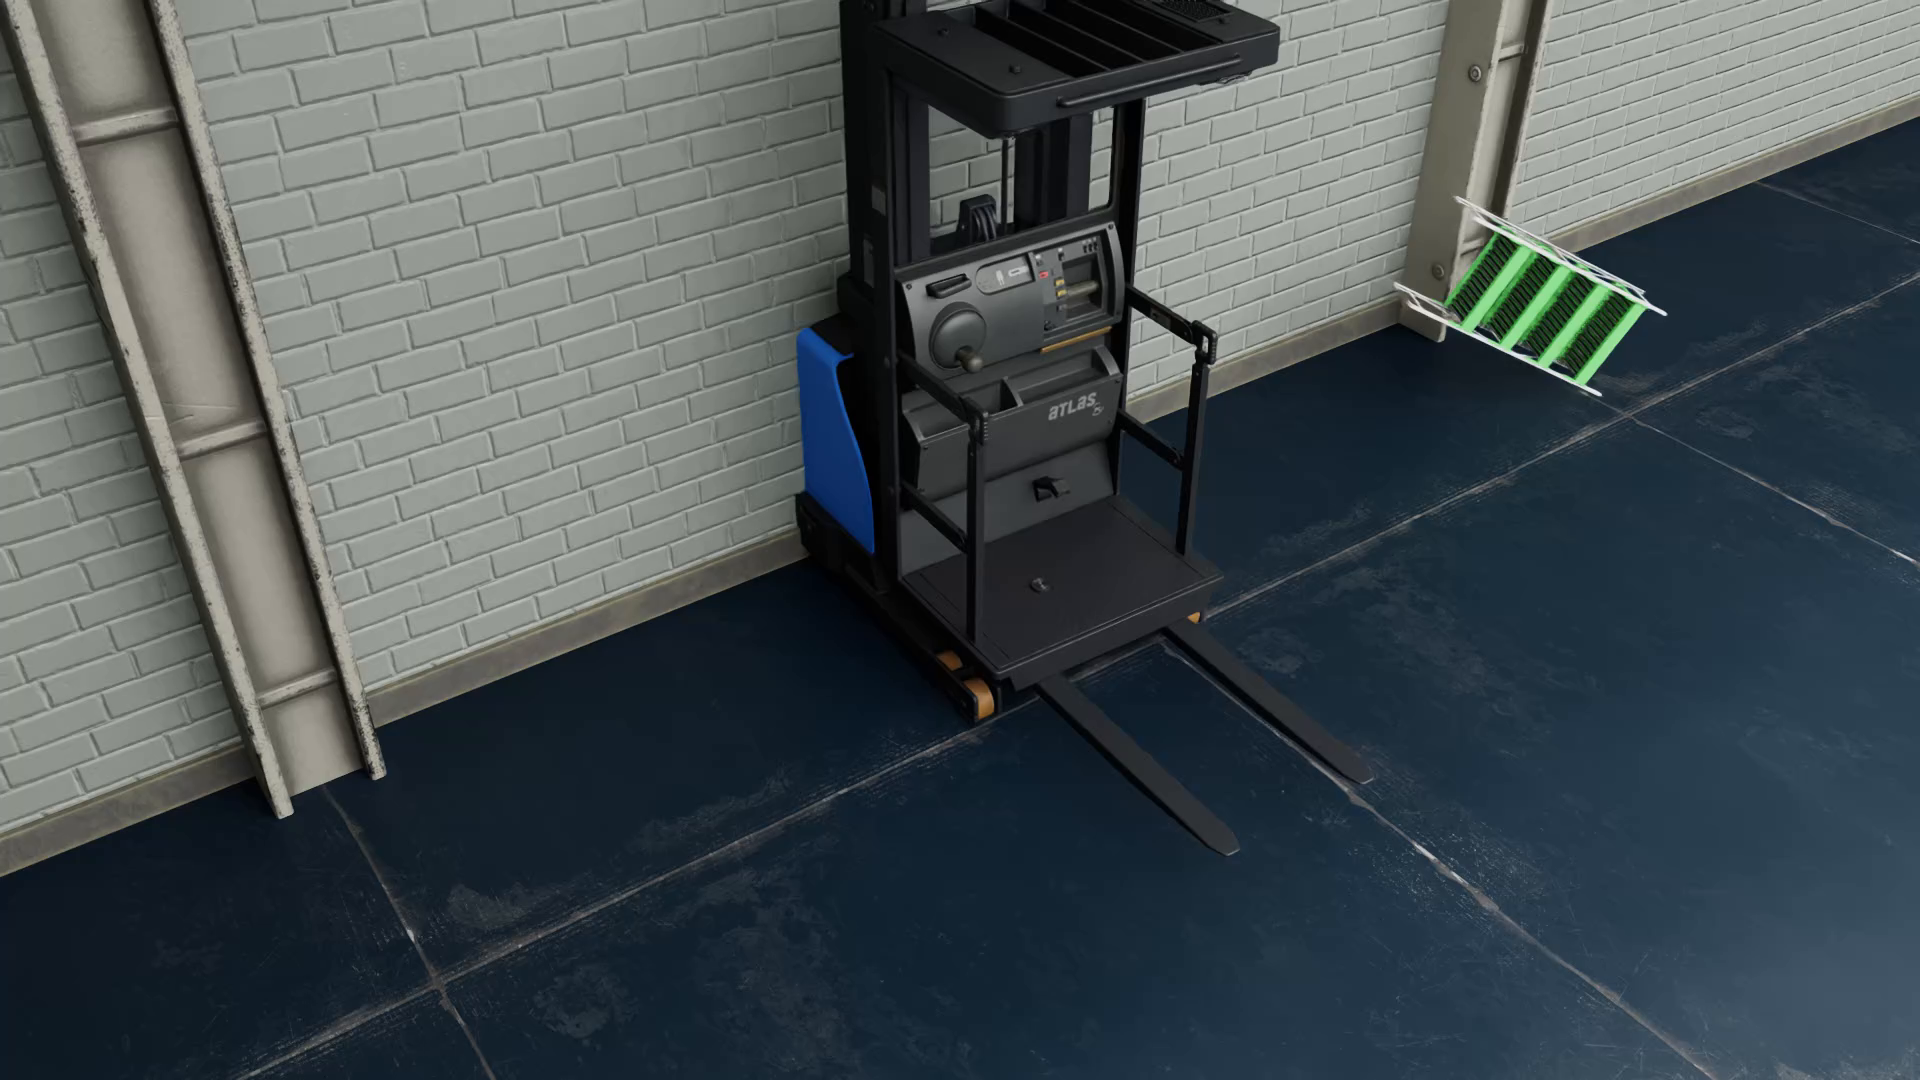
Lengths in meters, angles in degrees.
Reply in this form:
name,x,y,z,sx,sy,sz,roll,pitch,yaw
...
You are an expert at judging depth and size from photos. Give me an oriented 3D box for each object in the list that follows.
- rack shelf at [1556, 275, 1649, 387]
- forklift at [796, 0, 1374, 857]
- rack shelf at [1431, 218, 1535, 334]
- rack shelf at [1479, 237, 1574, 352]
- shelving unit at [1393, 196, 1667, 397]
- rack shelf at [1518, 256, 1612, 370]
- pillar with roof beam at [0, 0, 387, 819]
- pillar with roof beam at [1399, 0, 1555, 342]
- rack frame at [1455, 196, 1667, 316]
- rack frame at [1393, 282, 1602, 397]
name,x,y,z,sx,sy,sz,roll,pitch,yaw
rack shelf,3.103,-1.024,8.129,0.148,0.480,0.258,20,30,-21
forklift,0.322,-0.822,5.883,1.130,2.935,3.031,-21,41,-26
rack shelf,2.470,-1.252,7.872,0.148,0.480,0.258,20,30,-21
rack shelf,2.681,-1.176,7.958,0.148,0.480,0.258,20,30,-21
shelving unit,2.737,-1.156,7.981,1.200,0.503,0.258,20,30,-21
rack shelf,2.892,-1.100,8.043,0.148,0.480,0.258,20,30,-21
pillar with roof beam,0.143,-0.750,0.586,0.400,9.000,9.100,-22,41,-28
pillar with roof beam,5.048,-2.768,3.392,0.400,9.000,9.100,-22,41,-28
rack frame,2.850,-1.339,7.866,1.200,0.015,0.240,20,30,-21
rack frame,2.624,-0.972,8.095,1.200,0.015,0.240,20,30,-21
